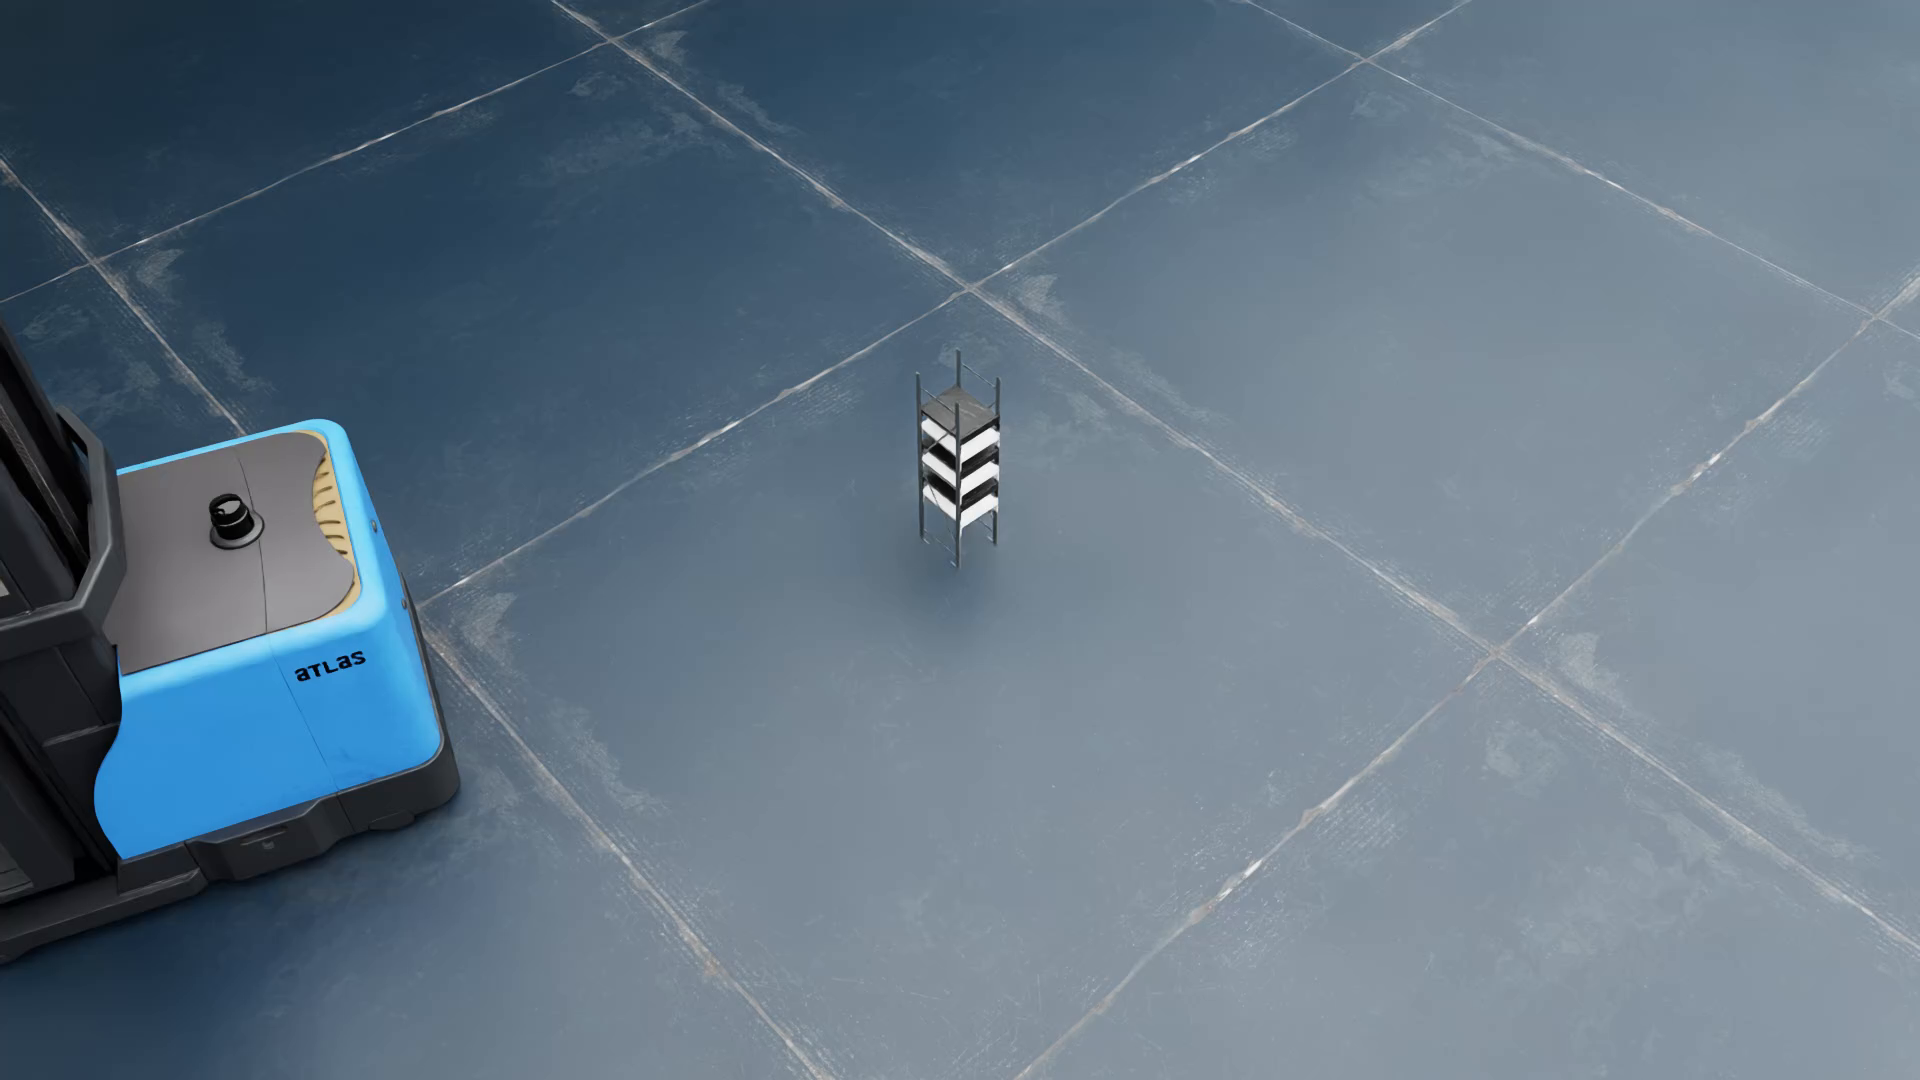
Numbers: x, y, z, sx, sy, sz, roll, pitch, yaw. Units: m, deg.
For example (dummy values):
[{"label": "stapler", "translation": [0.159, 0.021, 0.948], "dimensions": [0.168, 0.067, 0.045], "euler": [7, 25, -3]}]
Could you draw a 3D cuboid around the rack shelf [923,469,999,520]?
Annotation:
[{"label": "rack shelf", "translation": [-0.006, -0.218, 6.559], "dimensions": [0.200, 0.077, 0.258], "euler": [-34, 56, -27]}]

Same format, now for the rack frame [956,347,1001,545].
[{"label": "rack frame", "translation": [0.069, -0.351, 6.515], "dimensions": [0.006, 0.900, 0.240], "euler": [-34, 56, -27]}]

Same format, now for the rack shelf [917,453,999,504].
[{"label": "rack shelf", "translation": [-0.006, -0.279, 6.493], "dimensions": [0.200, 0.077, 0.258], "euler": [-34, 56, -27]}]

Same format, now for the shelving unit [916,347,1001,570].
[{"label": "shelving unit", "translation": [-0.006, -0.301, 6.469], "dimensions": [0.210, 0.900, 0.258], "euler": [-34, 56, -27]}]

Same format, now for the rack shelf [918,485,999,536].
[{"label": "rack shelf", "translation": [-0.006, -0.156, 6.626], "dimensions": [0.200, 0.077, 0.258], "euler": [-34, 56, -27]}]

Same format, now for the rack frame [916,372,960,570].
[{"label": "rack frame", "translation": [-0.081, -0.251, 6.422], "dimensions": [0.006, 0.900, 0.240], "euler": [-34, 56, -27]}]

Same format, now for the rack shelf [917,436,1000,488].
[{"label": "rack shelf", "translation": [-0.006, -0.340, 6.427], "dimensions": [0.200, 0.077, 0.258], "euler": [-34, 56, -27]}]

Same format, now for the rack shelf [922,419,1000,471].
[{"label": "rack shelf", "translation": [-0.006, -0.401, 6.361], "dimensions": [0.200, 0.077, 0.258], "euler": [-34, 56, -27]}]

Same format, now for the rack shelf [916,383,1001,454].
[{"label": "rack shelf", "translation": [-0.006, -0.462, 6.295], "dimensions": [0.200, 0.077, 0.258], "euler": [-34, 56, -27]}]

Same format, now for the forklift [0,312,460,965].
[{"label": "forklift", "translation": [-3.345, 0.043, 4.769], "dimensions": [3.031, 2.935, 1.130], "euler": [-17, 50, -15]}]
